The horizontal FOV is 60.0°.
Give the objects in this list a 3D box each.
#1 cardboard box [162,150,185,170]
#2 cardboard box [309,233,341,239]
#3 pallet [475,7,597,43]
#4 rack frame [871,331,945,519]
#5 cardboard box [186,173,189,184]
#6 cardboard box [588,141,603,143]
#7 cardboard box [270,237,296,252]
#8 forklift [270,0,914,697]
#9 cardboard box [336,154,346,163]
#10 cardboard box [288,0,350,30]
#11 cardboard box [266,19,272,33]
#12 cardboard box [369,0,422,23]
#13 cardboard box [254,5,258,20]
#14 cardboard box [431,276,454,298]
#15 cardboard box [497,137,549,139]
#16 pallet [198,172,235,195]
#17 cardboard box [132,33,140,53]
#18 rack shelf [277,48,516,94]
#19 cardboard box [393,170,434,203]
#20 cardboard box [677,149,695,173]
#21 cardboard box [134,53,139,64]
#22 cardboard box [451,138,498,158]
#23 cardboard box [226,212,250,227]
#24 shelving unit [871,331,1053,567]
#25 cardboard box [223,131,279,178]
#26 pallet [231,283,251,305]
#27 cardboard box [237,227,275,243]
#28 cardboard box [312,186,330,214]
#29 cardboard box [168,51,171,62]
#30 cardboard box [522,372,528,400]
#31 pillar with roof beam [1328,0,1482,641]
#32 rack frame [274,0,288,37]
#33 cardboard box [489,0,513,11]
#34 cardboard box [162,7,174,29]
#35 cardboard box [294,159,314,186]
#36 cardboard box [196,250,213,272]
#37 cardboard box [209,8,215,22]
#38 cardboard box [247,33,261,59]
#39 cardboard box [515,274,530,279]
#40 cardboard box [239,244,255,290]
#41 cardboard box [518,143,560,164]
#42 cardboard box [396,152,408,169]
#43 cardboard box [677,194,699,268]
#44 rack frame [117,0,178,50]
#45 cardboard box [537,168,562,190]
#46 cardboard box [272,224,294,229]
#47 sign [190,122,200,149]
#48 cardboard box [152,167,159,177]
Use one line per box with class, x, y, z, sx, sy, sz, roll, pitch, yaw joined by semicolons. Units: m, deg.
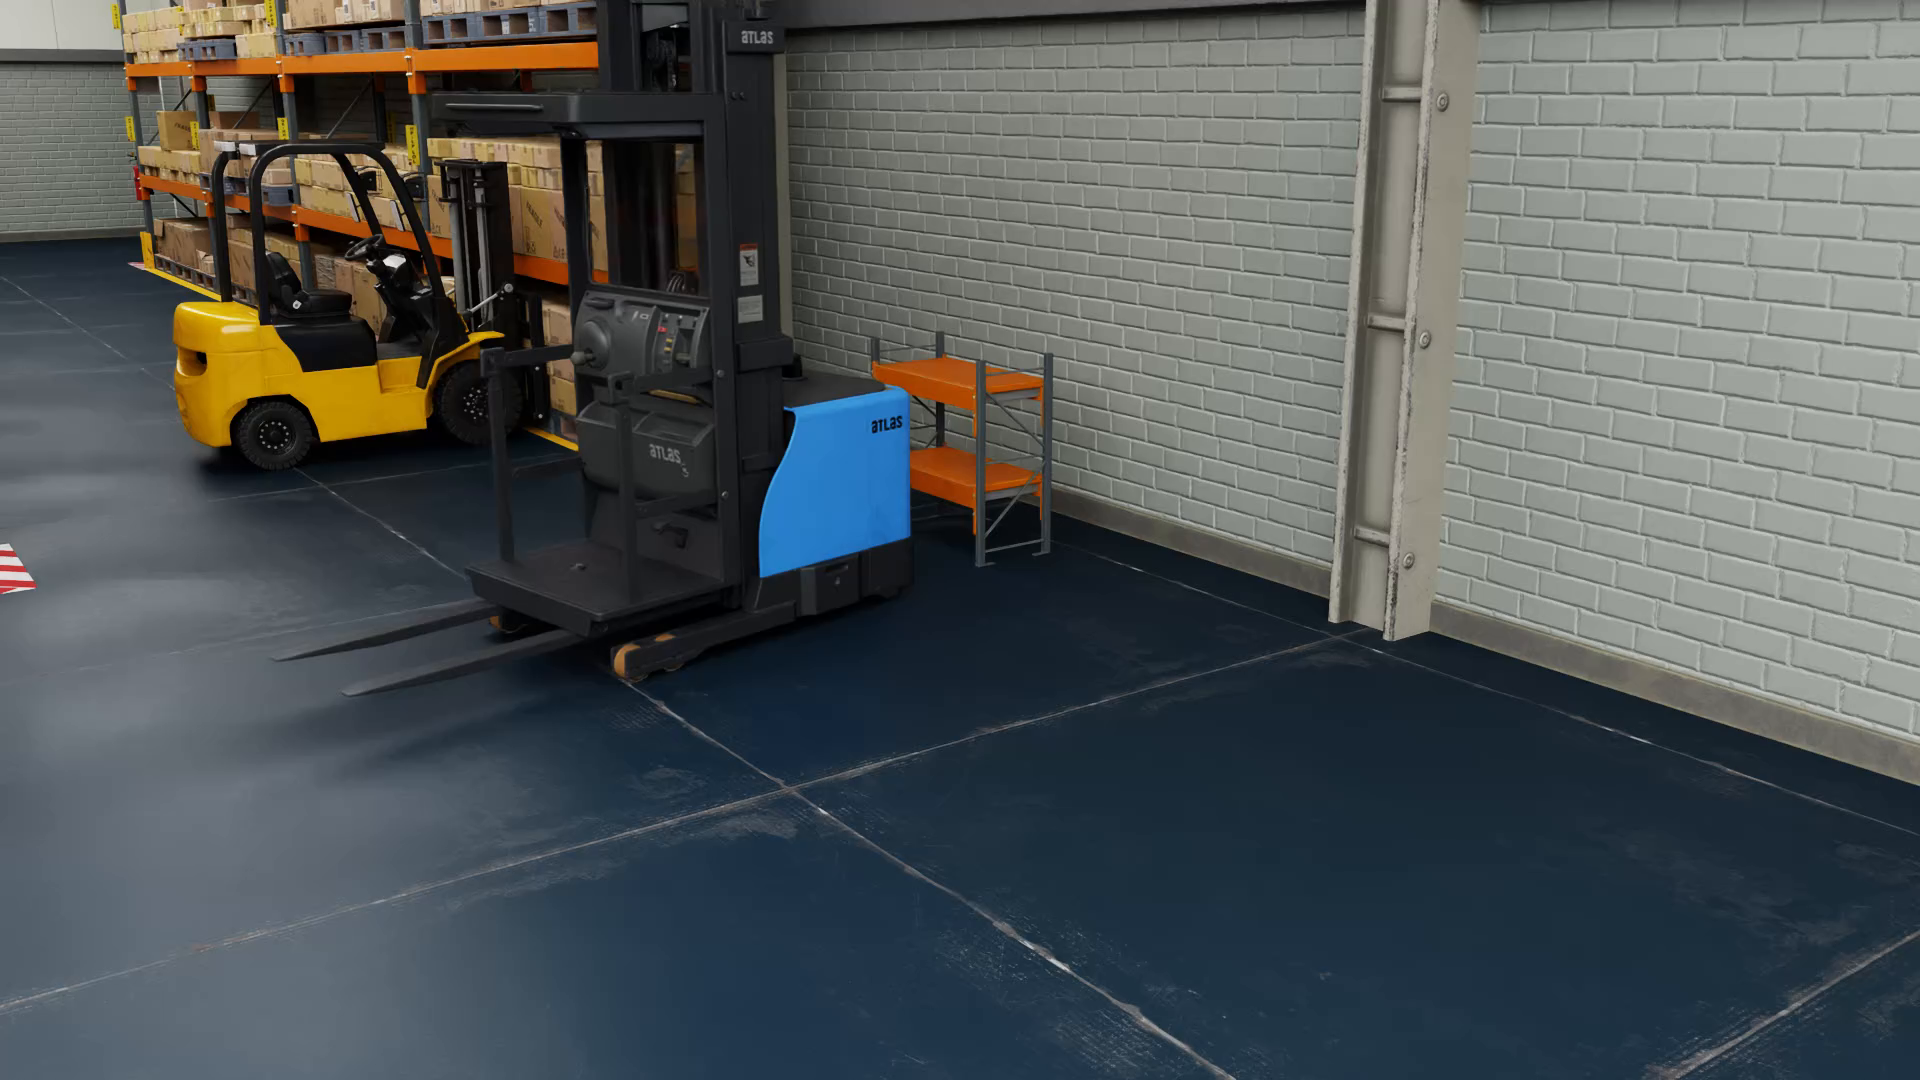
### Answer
cardboard box;-10.252;-5.056;22.087;0.500;0.250;0.500;-11;19;-36
cardboard box;-7.370;-3.474;19.296;0.380;0.149;0.250;-11;19;-34
pallet;-2.925;-3.848;12.438;1.003;0.211;1.213;-11;19;-35
rack frame;-0.303;-0.653;9.829;0.500;1.125;0.032;-11;19;-35
cardboard box;-9.731;-4.662;21.405;0.380;0.149;0.250;-10;18;-33
cardboard box;-2.878;-3.028;12.976;0.380;0.149;0.250;-10;18;-33
cardboard box;-7.578;-3.345;18.828;0.380;0.149;0.250;-11;19;-35
forklift;-1.607;-0.941;7.462;1.130;2.935;3.031;14;21;41
cardboard box;-5.796;-3.710;16.030;0.380;0.149;0.250;-10;18;-33
cardboard box;-6.283;-5.290;16.364;0.500;0.500;0.500;-11;19;-34
cardboard box;-7.052;-5.400;17.470;0.380;0.149;0.250;-11;19;-36
cardboard box;-4.783;-4.653;14.398;0.500;0.311;0.500;-12;19;-36
cardboard box;-7.335;-5.656;17.844;0.380;0.149;0.250;-11;19;-35
cardboard box;-4.130;-2.089;14.045;0.500;0.250;0.500;-11;19;-35
cardboard box;-3.728;-3.365;14.209;0.380;0.149;0.250;-11;19;-34
pallet;-8.482;-4.310;20.006;1.003;0.211;1.213;-11;19;-35
cardboard box;-10.861;-6.720;22.485;0.500;0.250;0.500;-10;18;-33
rack shelf;-5.336;-4.409;15.684;1.077;0.370;4.000;-11;19;-35
cardboard box;-4.656;-3.116;14.617;0.500;0.250;0.500;-11;19;-36
cardboard box;-1.833;-2.638;11.549;0.380;0.149;0.250;-11;19;-36
cardboard box;-11.217;-6.666;23.043;0.380;0.149;0.250;-10;18;-33
cardboard box;-3.972;-3.234;13.727;0.380;0.149;0.250;-11;19;-34
cardboard box;-8.819;-3.935;20.419;0.380;0.149;0.250;-11;19;-35
shelving unit;-0.004;-0.544;9.433;0.538;1.125;1.048;-11;19;-35
cardboard box;-7.995;-4.425;19.077;0.700;0.500;0.500;-11;19;-35
pallet;-8.355;-3.078;20.421;1.003;0.211;1.213;-11;19;-35
cardboard box;-8.483;-3.682;20.058;0.380;0.149;0.250;-12;19;-37
cardboard box;-6.157;-3.423;16.685;0.500;0.250;0.500;-11;19;-36
cardboard box;-9.881;-6.173;21.243;0.380;0.149;0.250;-10;18;-33
cardboard box;-3.235;-1.279;12.980;0.500;0.250;0.500;-10;18;-33
pillar with roof beam;-1.443;-3.261;4.444;9.100;9.000;0.400;-11;19;-35
rack frame;-6.512;-6.630;16.753;1.000;3.000;0.127;-11;19;-35
cardboard box;-3.100;-4.197;12.367;0.797;0.503;0.637;-10;18;-33
cardboard box;-9.661;-6.527;20.833;0.500;0.250;0.500;-11;19;-35
cardboard box;-6.469;-3.769;17.000;0.500;0.250;0.500;-11;19;-35
cardboard box;-9.639;-3.624;21.518;0.396;0.266;0.258;-10;18;-33
cardboard box;-8.230;-5.914;18.747;0.380;0.149;0.250;-11;19;-34
cardboard box;-7.306;-5.290;17.824;0.500;0.250;0.500;-11;19;-34
cardboard box;-3.714;-2.166;14.326;0.500;0.250;0.500;-10;18;-33
cardboard box;-8.151;-3.230;19.634;0.500;0.500;0.500;-12;19;-36
cardboard box;-3.096;-2.903;12.519;0.380;0.149;0.250;-11;19;-34
cardboard box;-4.808;-3.394;14.878;0.380;0.149;0.250;-11;19;-35
cardboard box;-1.875;-2.225;11.835;0.500;0.500;0.500;-10;18;-33
rack frame;-11.216;-8.338;22.995;1.000;3.000;0.127;-11;19;-35
cardboard box;-2.848;-2.639;12.118;0.380;0.149;0.250;-12;19;-36
cardboard box;-8.255;-3.811;20.529;0.380;0.149;0.250;-11;19;-35
sign;-9.298;-4.922;20.238;0.100;0.325;0.005;-11;19;-35
cardboard box;-11.058;-5.164;23.236;0.380;0.149;0.250;-10;18;-33
